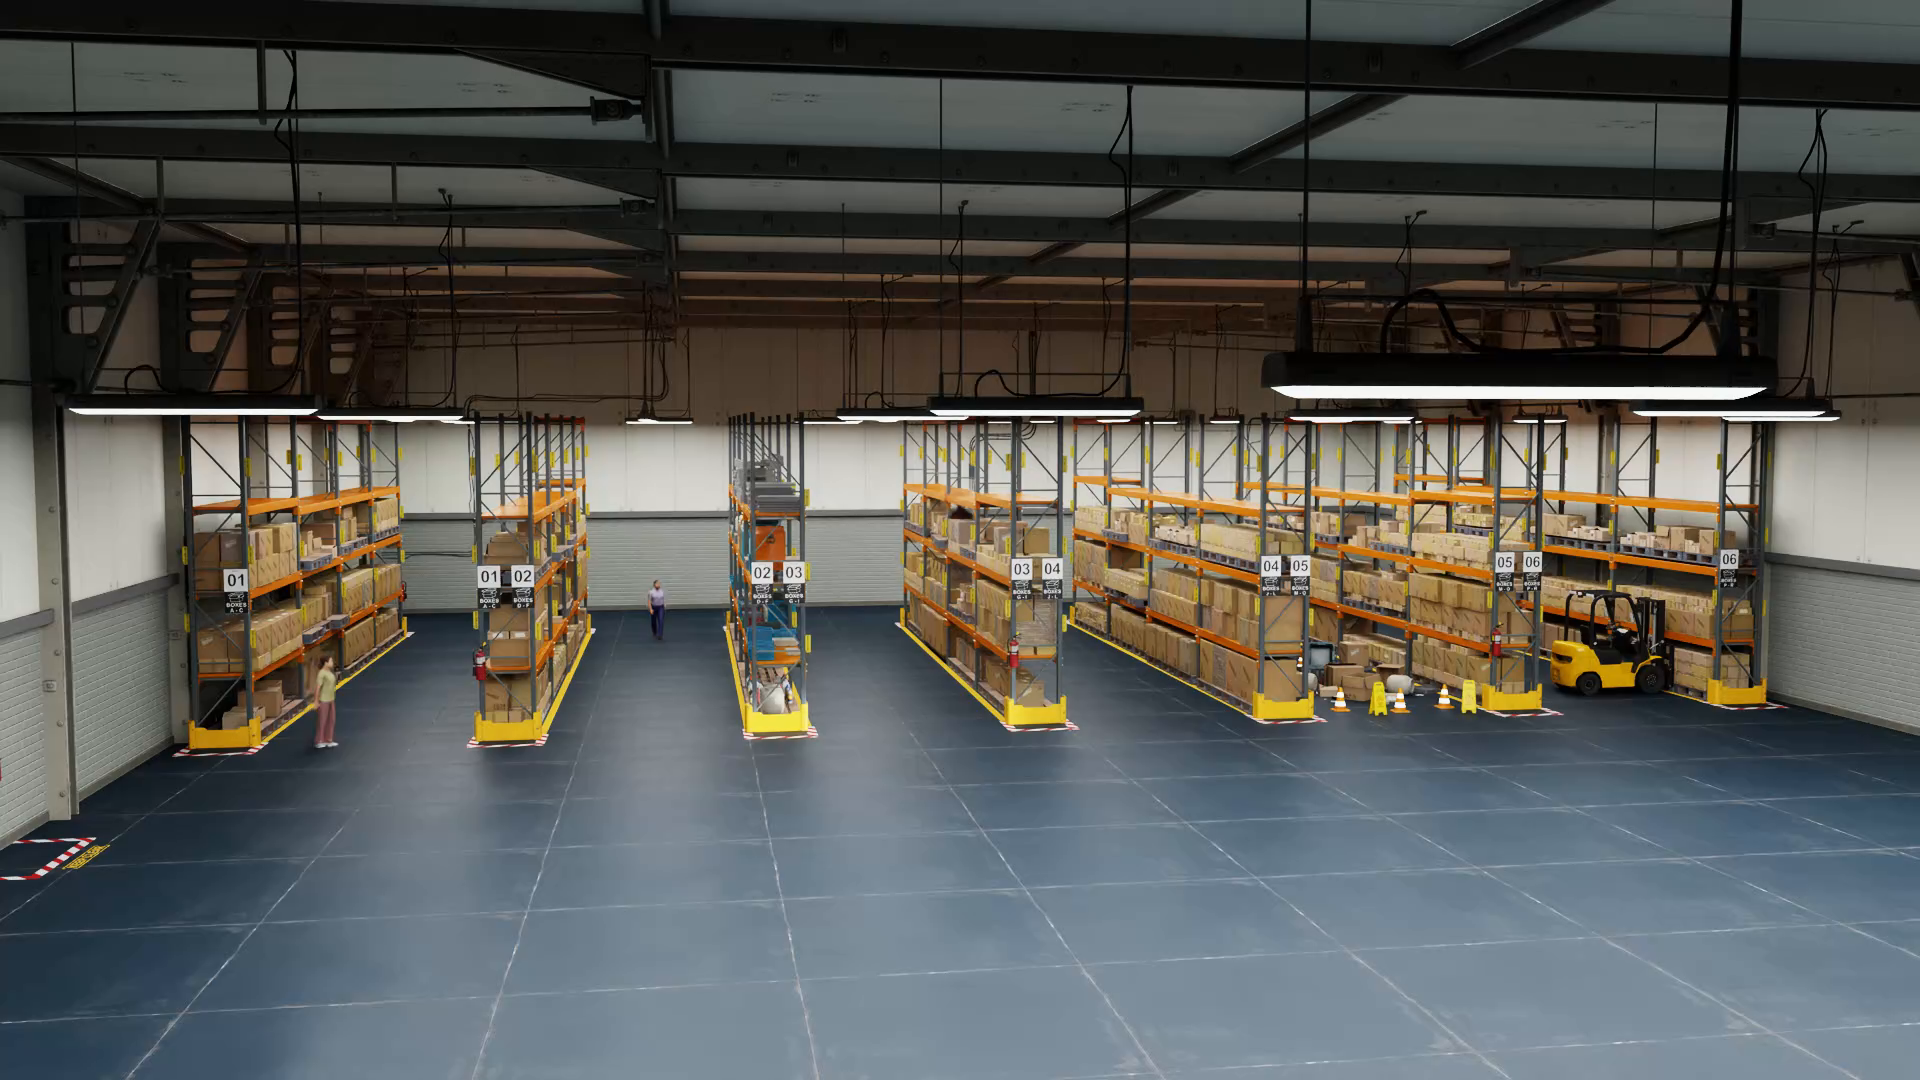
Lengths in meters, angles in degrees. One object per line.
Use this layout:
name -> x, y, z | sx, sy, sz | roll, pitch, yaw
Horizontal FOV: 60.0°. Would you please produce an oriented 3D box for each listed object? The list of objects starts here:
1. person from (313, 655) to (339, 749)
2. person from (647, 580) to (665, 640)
person -> -11.335, 2.880, 29.669 | 0.388, 1.682, 0.600 | 1, 4, 9
person -> -8.171, 1.879, 44.787 | 0.464, 1.605, 0.929 | 0, 4, -5
